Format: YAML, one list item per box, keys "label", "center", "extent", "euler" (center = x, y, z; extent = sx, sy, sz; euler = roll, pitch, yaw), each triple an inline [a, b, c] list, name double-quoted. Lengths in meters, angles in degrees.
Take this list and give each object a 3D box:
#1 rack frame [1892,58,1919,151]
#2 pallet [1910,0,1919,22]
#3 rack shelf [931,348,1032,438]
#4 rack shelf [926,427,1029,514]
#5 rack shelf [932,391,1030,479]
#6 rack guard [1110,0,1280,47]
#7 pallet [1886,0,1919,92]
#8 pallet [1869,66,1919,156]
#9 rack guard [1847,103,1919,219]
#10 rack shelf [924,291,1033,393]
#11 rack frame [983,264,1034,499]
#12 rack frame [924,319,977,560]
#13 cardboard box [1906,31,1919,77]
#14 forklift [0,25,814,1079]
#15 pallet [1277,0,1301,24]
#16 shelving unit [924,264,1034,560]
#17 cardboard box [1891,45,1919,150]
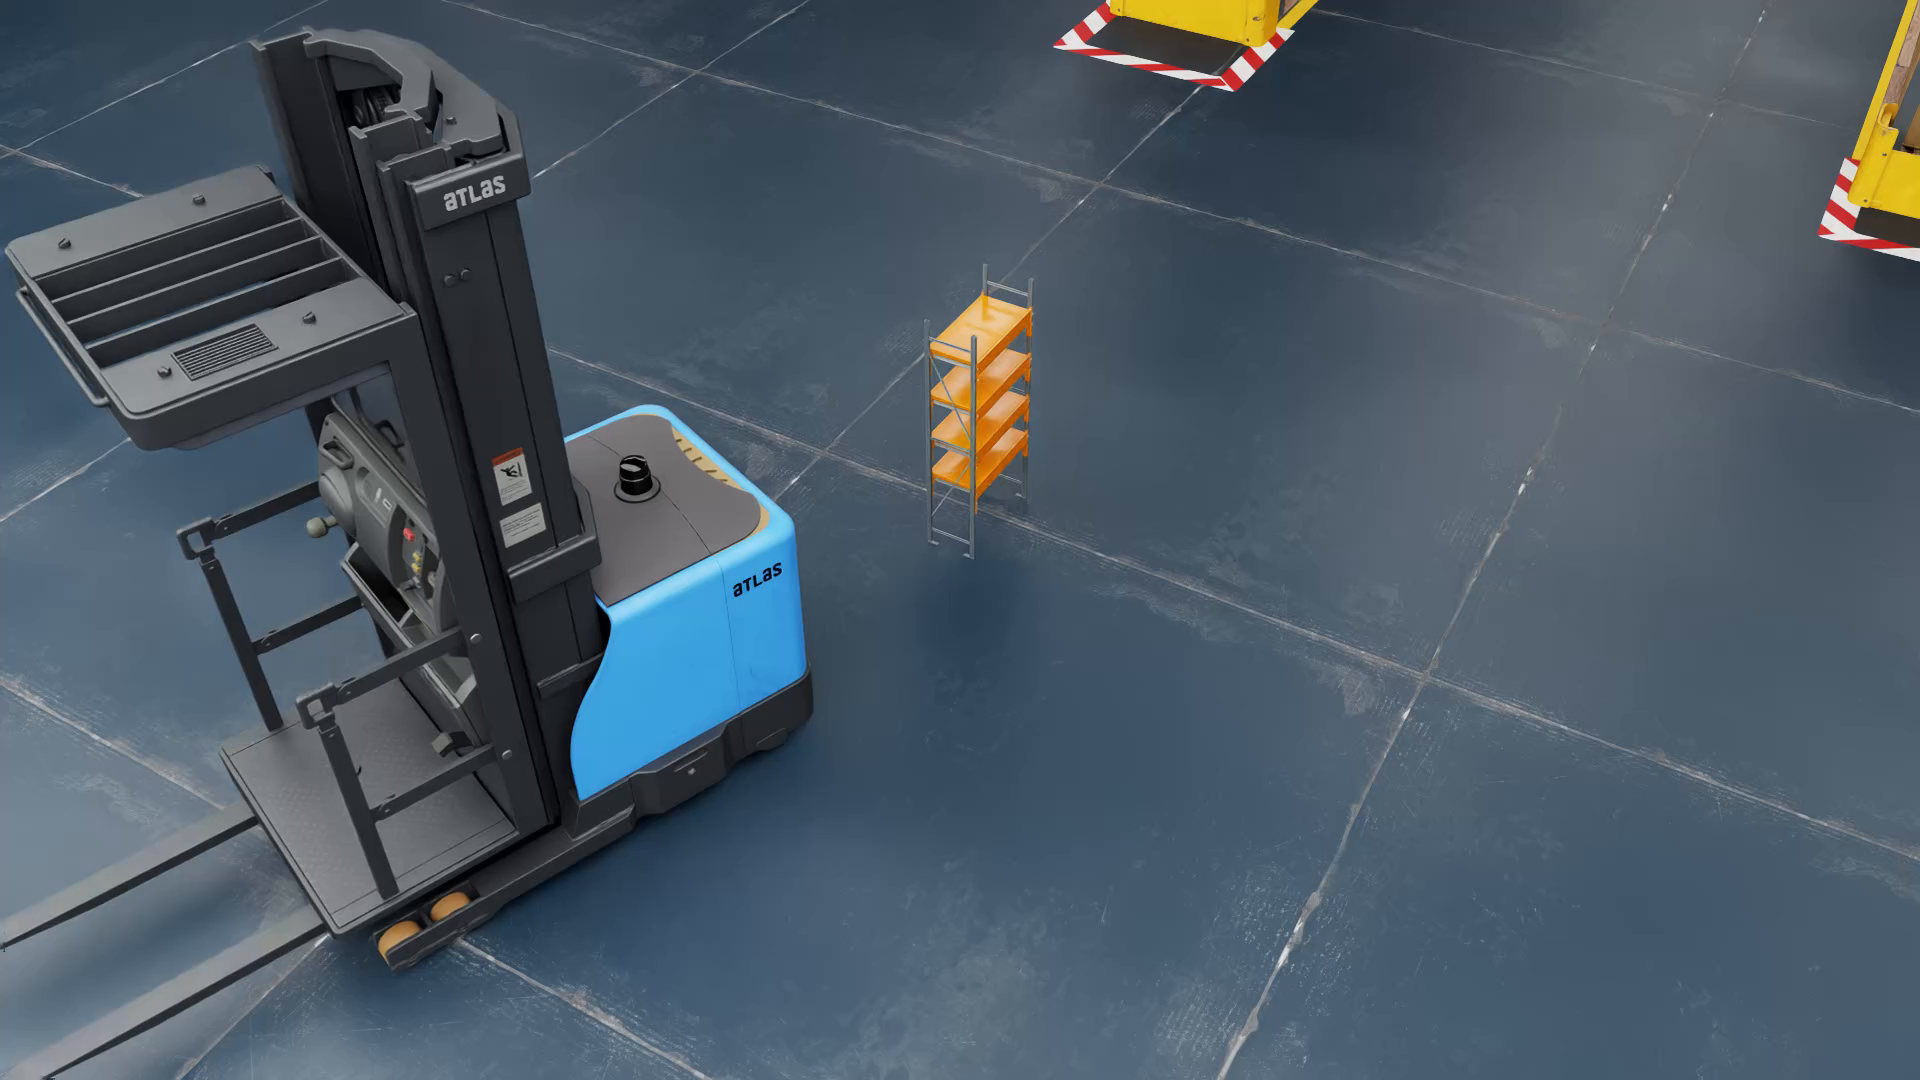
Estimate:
- label: "rack frame"
  center: [5.840, -3.040, 8.748]
  extent: [1.000, 3.000, 0.127]
  euler: [21, 45, 22]
- label: "pallet"
  center: [7.393, -3.873, 11.804]
  extent: [1.003, 0.211, 1.213]
  euler: [21, 45, 22]
- label: "rack shelf"
  center: [0.083, -0.662, 7.173]
  extent: [0.258, 0.148, 0.480]
  euler: [21, 45, 22]
- label: "rack shelf"
  center: [0.083, -0.345, 7.452]
  extent: [0.258, 0.148, 0.480]
  euler: [21, 45, 22]
- label: "rack shelf"
  center: [0.083, -0.495, 7.321]
  extent: [0.258, 0.148, 0.480]
  euler: [21, 45, 22]
- label: "rack guard"
  center: [1.634, -3.843, 11.551]
  extent: [1.175, 0.500, 0.348]
  euler: [21, 45, 22]
- label: "pallet"
  center: [6.784, -3.172, 11.008]
  extent: [1.003, 0.211, 1.213]
  euler: [21, 45, 22]
- label: "pallet"
  center: [6.172, -2.477, 10.218]
  extent: [1.003, 0.211, 1.213]
  euler: [21, 45, 22]
- label: "rack guard"
  center: [5.828, -2.088, 9.558]
  extent: [1.175, 0.500, 0.348]
  euler: [21, 45, 22]
- label: "rack shelf"
  center: [0.083, -0.840, 7.017]
  extent: [0.258, 0.148, 0.480]
  euler: [21, 45, 22]
- label: "rack frame"
  center: [0.205, -0.685, 7.435]
  extent: [0.240, 1.200, 0.015]
  euler: [21, 45, 22]
- label: "rack frame"
  center: [-0.039, -0.405, 7.118]
  extent: [0.240, 1.200, 0.015]
  euler: [21, 45, 22]
- label: "cardboard box"
  center: [6.561, -3.314, 10.349]
  extent: [0.875, 0.875, 0.875]
  euler: [20, 45, 21]
- label: "forklift"
  center: [-2.048, 0.008, 5.338]
  extent: [3.031, 2.935, 1.130]
  euler: [-28, 49, -28]
- label: "pallet"
  center: [2.072, -4.188, 12.162]
  extent: [1.003, 0.211, 1.213]
  euler: [21, 45, 22]
- label: "shelving unit"
  center: [0.083, -0.545, 7.277]
  extent: [0.258, 1.200, 0.503]
  euler: [21, 45, 22]
- label: "cardboard box"
  center: [6.122, -2.810, 9.776]
  extent: [0.875, 0.875, 0.875]
  euler: [21, 46, 22]
